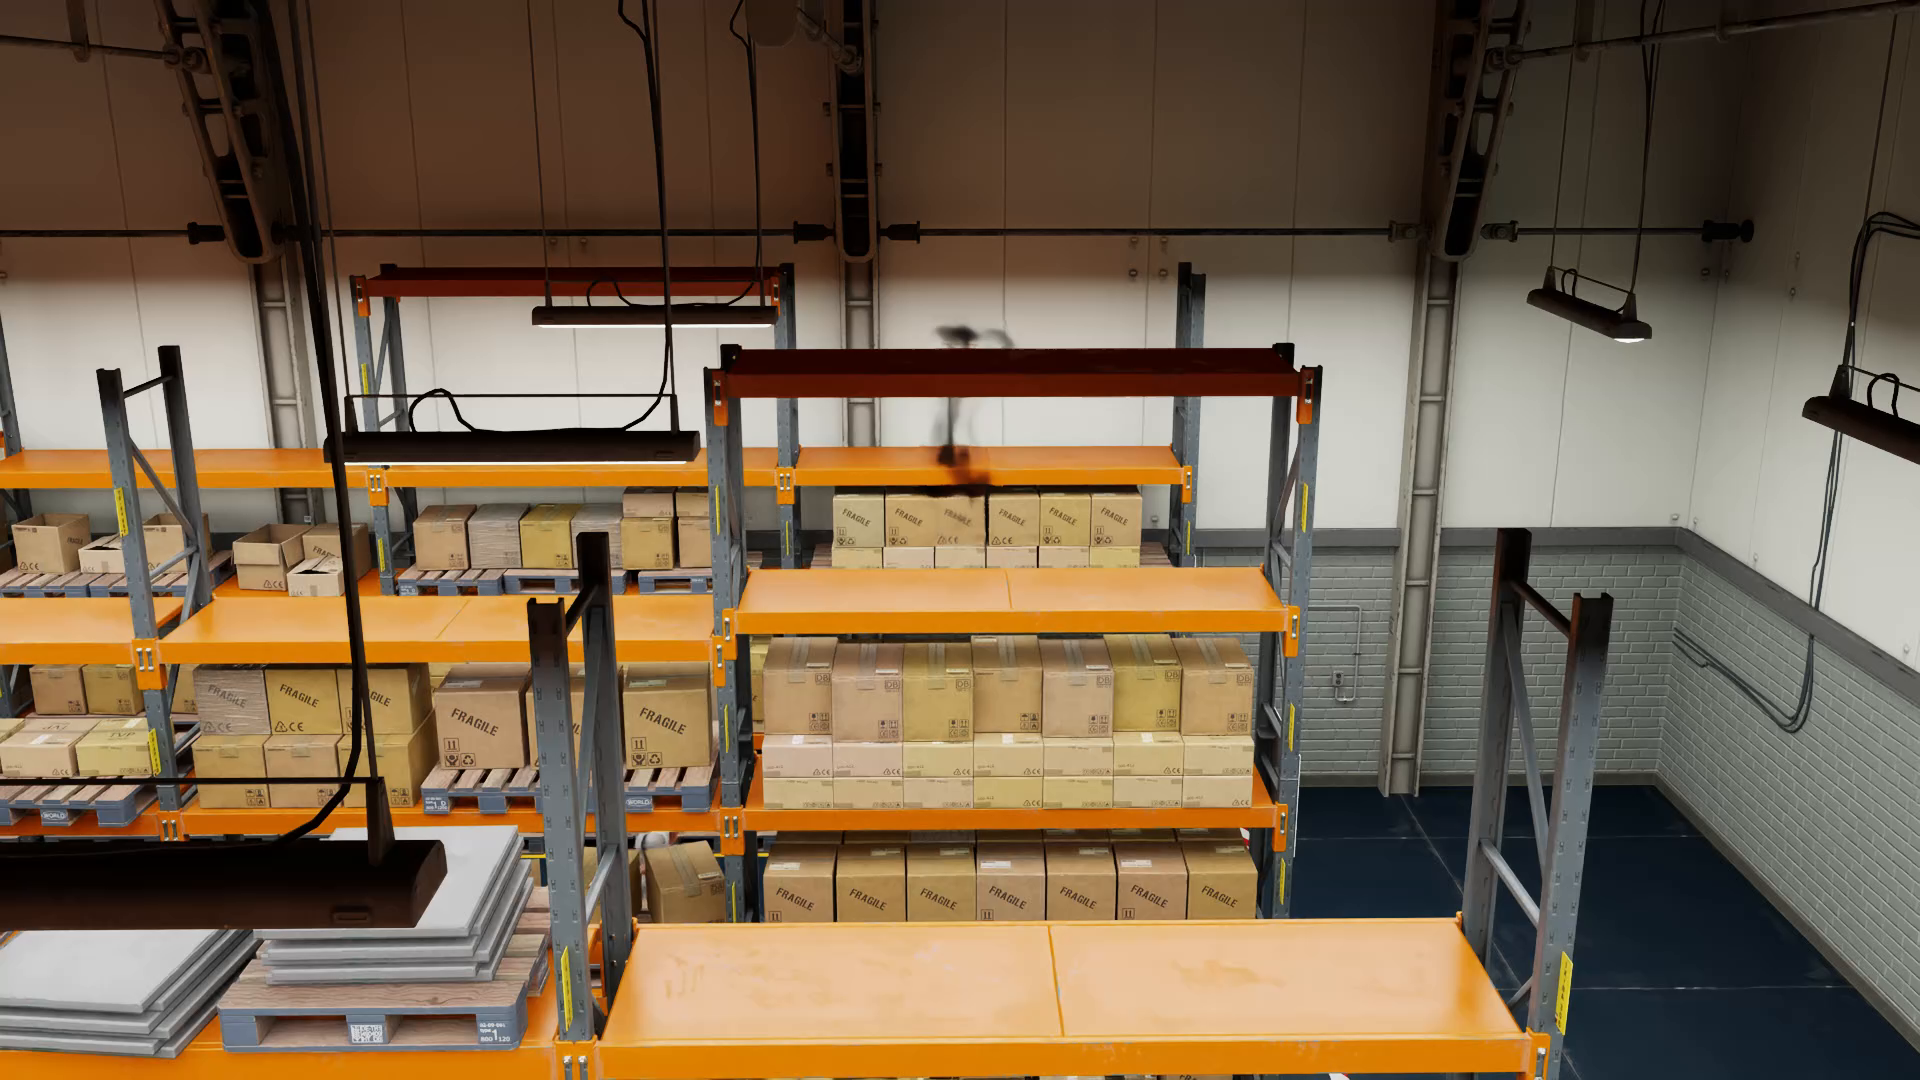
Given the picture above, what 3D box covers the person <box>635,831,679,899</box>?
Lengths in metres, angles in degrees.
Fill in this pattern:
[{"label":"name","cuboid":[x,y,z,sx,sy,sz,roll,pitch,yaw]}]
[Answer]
[{"label":"person","cuboid":[-2.778,3.053,14.908,0.674,1.773,0.632,-3,16,-11]}]
